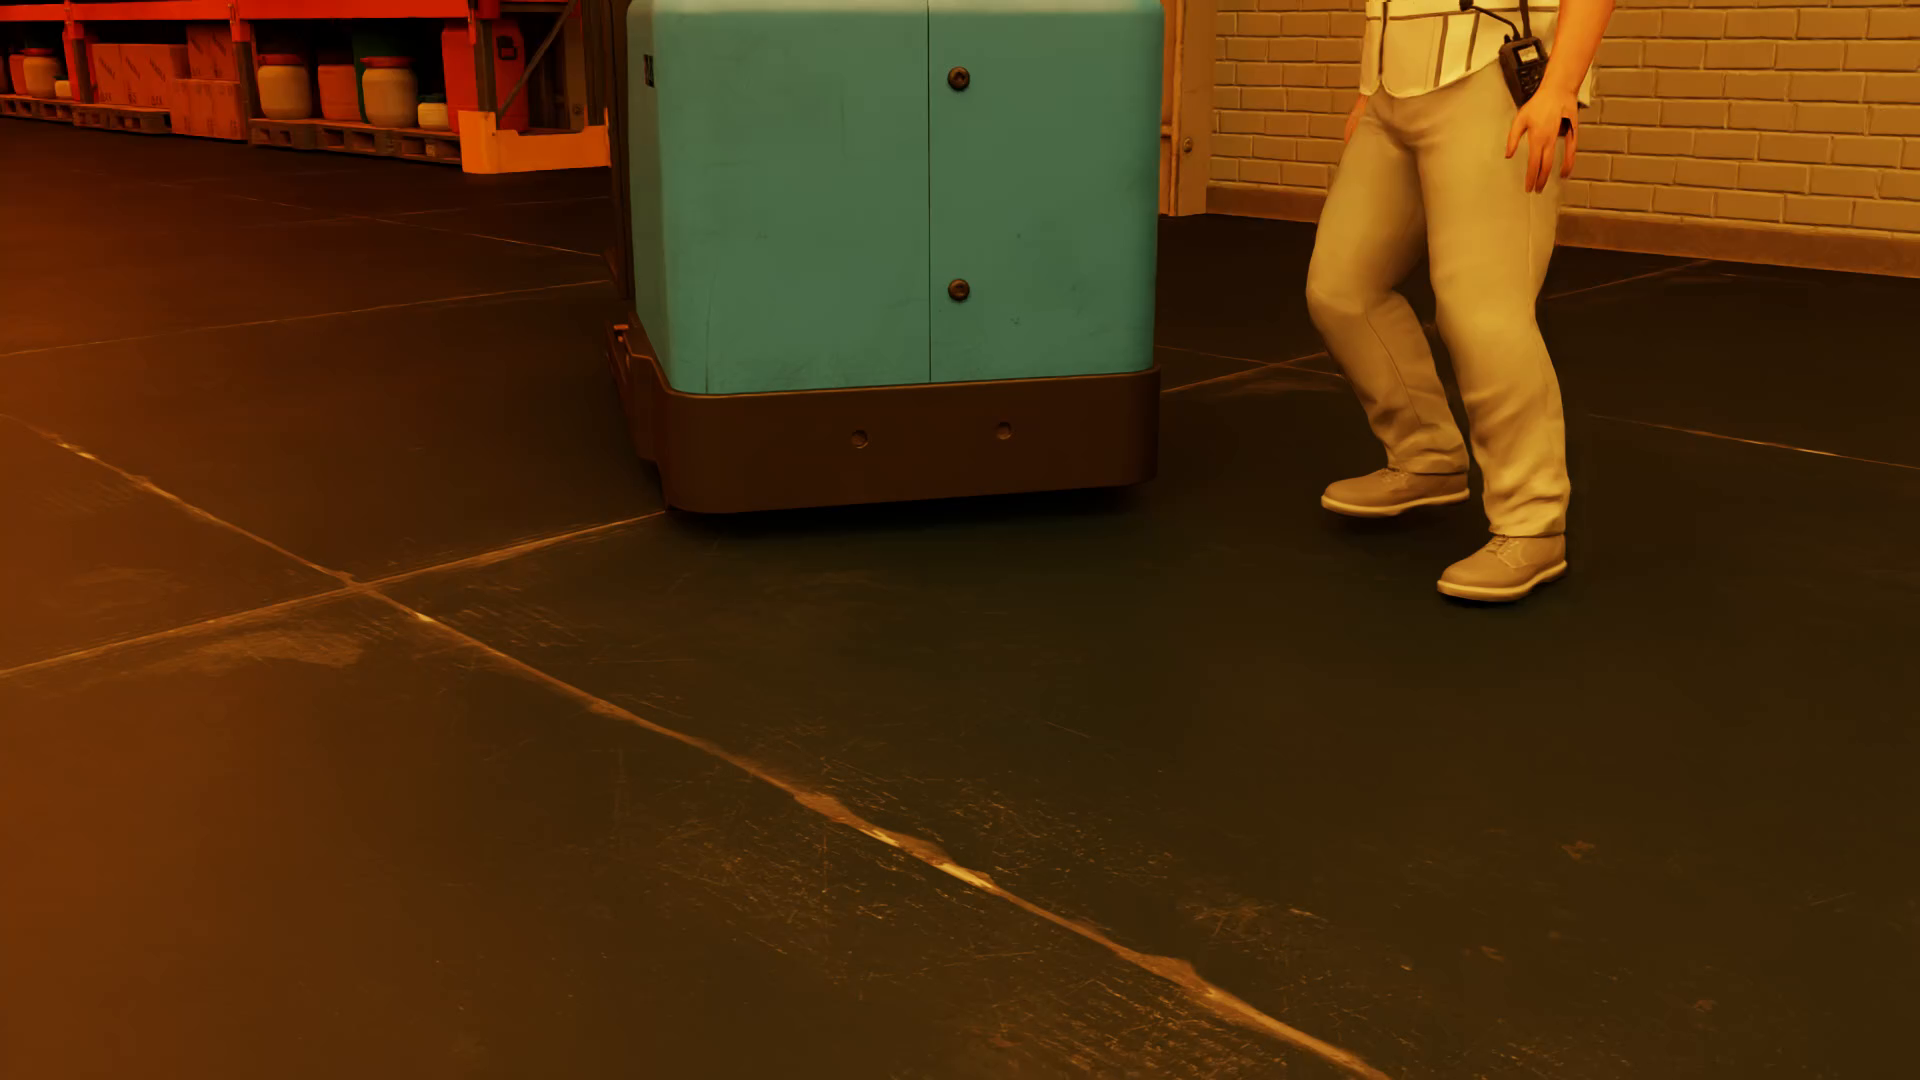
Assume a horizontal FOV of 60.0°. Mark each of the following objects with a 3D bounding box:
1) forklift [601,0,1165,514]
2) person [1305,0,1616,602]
[{"bbox_3d":[-0.438,-1.847,4.409,1.130,2.935,3.031,-4,18,-14],"label":"forklift"},{"bbox_3d":[0.942,-0.819,3.123,0.412,1.719,0.775,-5,18,-17],"label":"person"}]
